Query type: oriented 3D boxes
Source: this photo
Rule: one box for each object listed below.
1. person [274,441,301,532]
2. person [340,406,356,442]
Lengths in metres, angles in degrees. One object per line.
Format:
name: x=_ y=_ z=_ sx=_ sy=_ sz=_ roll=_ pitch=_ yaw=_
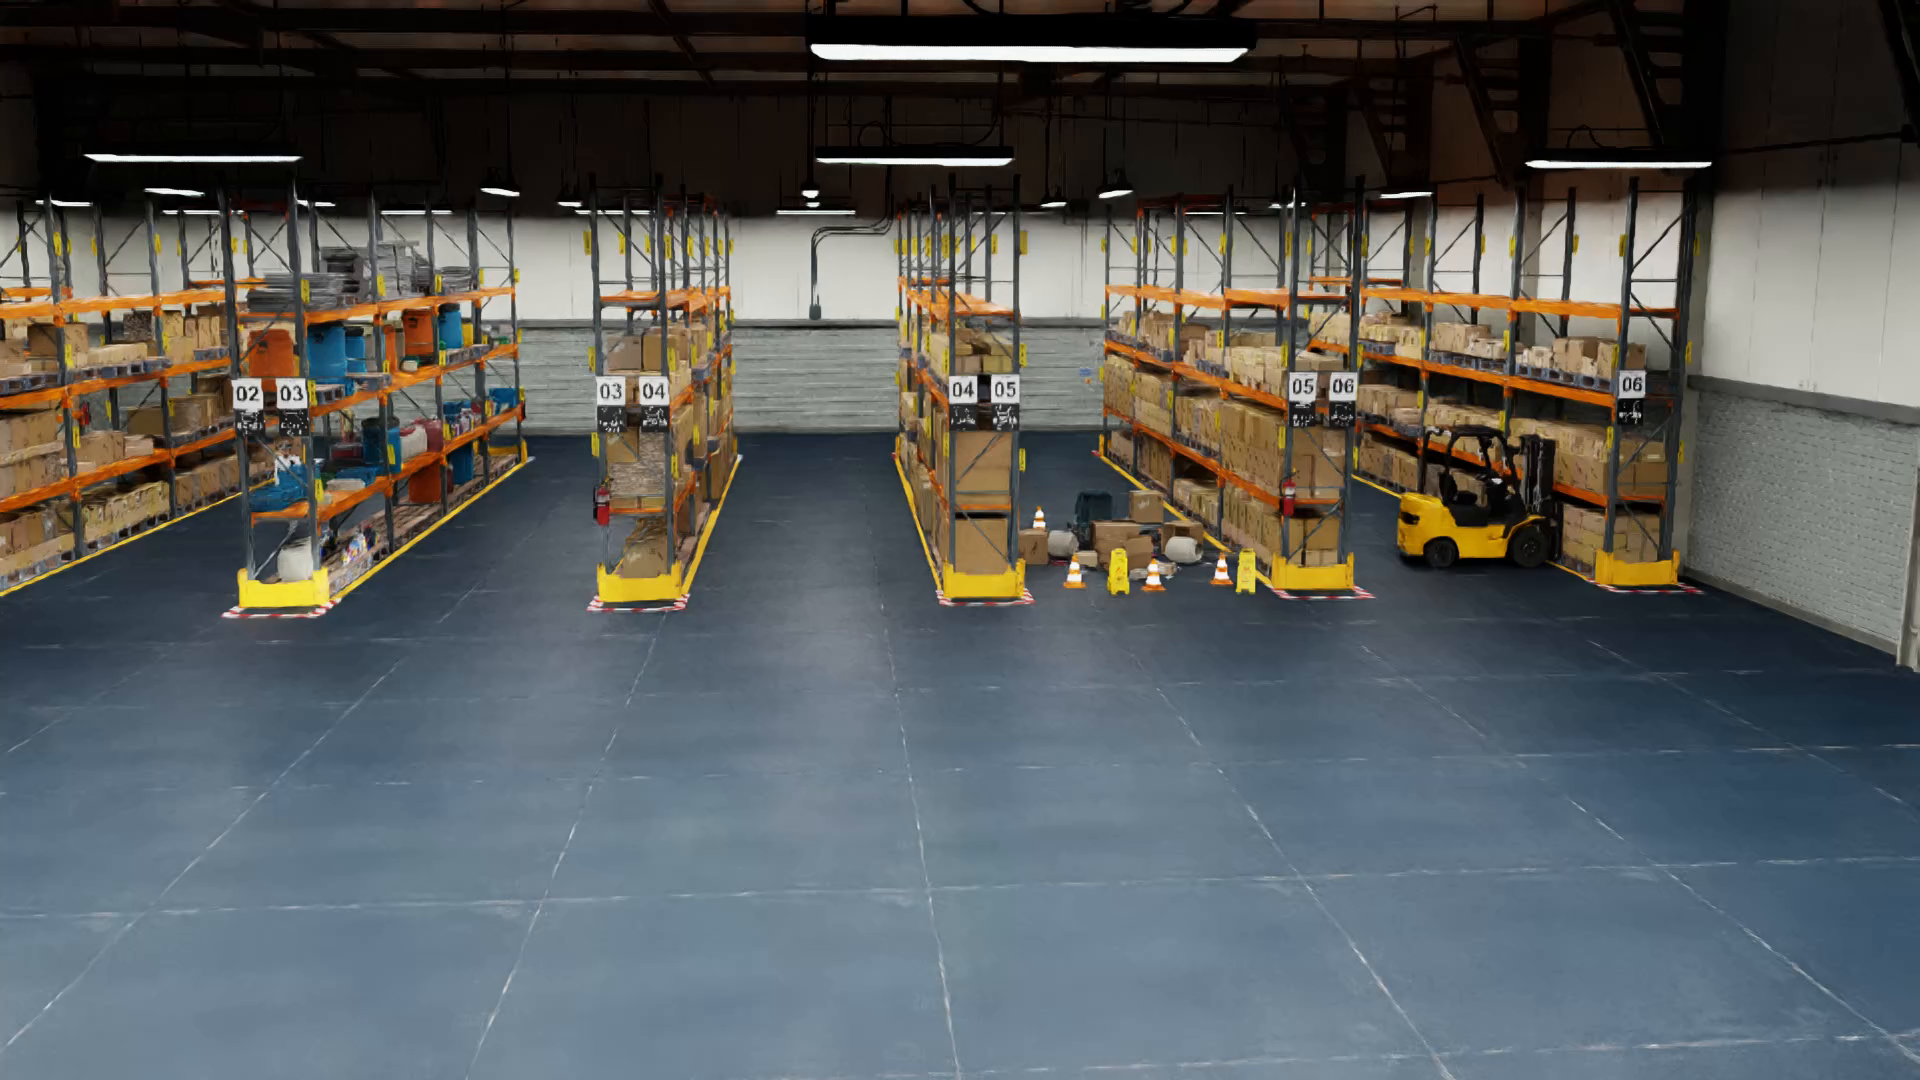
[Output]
person: x=-11.933 y=-0.980 z=29.566 sx=0.495 sy=1.589 sz=1.086 roll=0 pitch=10 yaw=-3
person: x=-13.948 y=-2.481 z=37.892 sx=0.477 sy=1.672 sz=0.552 roll=0 pitch=10 yaw=2
